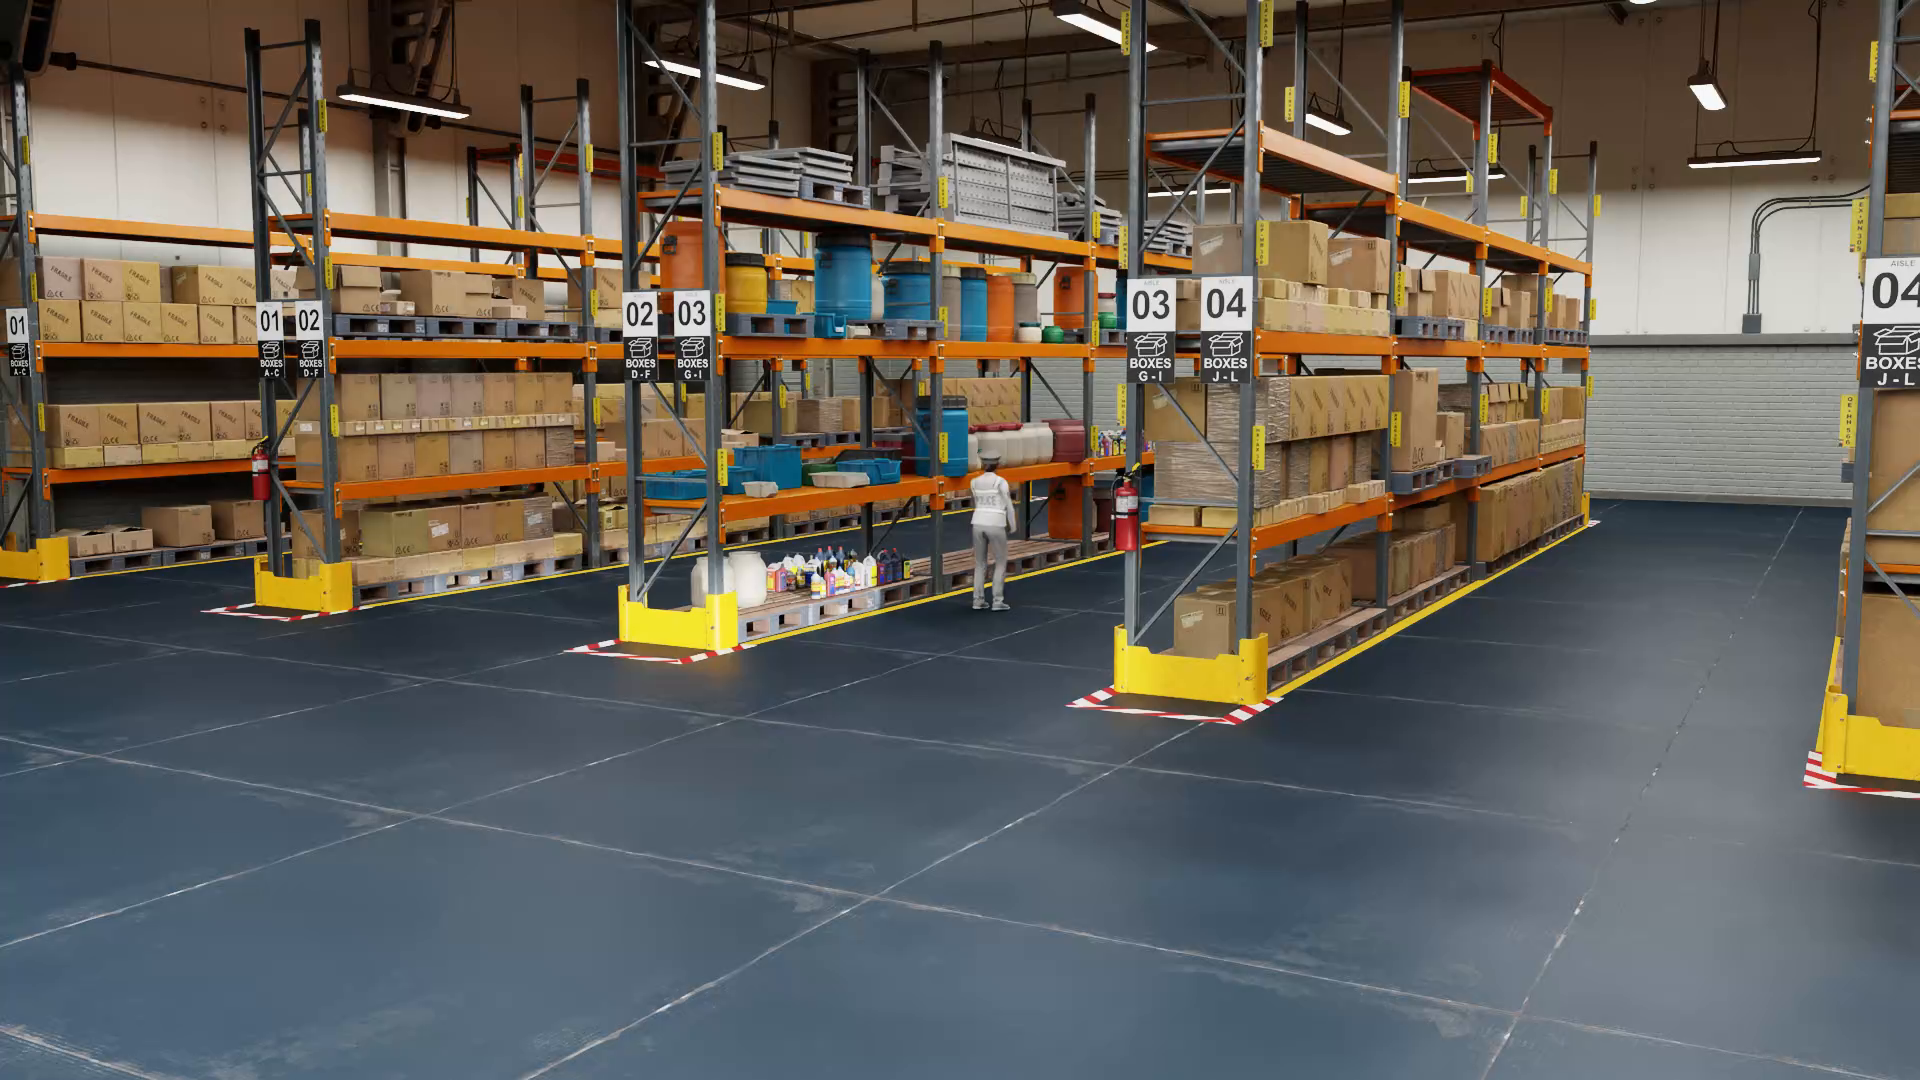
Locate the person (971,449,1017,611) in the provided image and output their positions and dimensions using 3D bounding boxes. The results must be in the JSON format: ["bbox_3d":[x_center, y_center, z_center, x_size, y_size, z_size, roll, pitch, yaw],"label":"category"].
[{"bbox_3d":[0.340,-0.107,17.370,0.416,1.674,0.535,3,7,27],"label":"person"}]
